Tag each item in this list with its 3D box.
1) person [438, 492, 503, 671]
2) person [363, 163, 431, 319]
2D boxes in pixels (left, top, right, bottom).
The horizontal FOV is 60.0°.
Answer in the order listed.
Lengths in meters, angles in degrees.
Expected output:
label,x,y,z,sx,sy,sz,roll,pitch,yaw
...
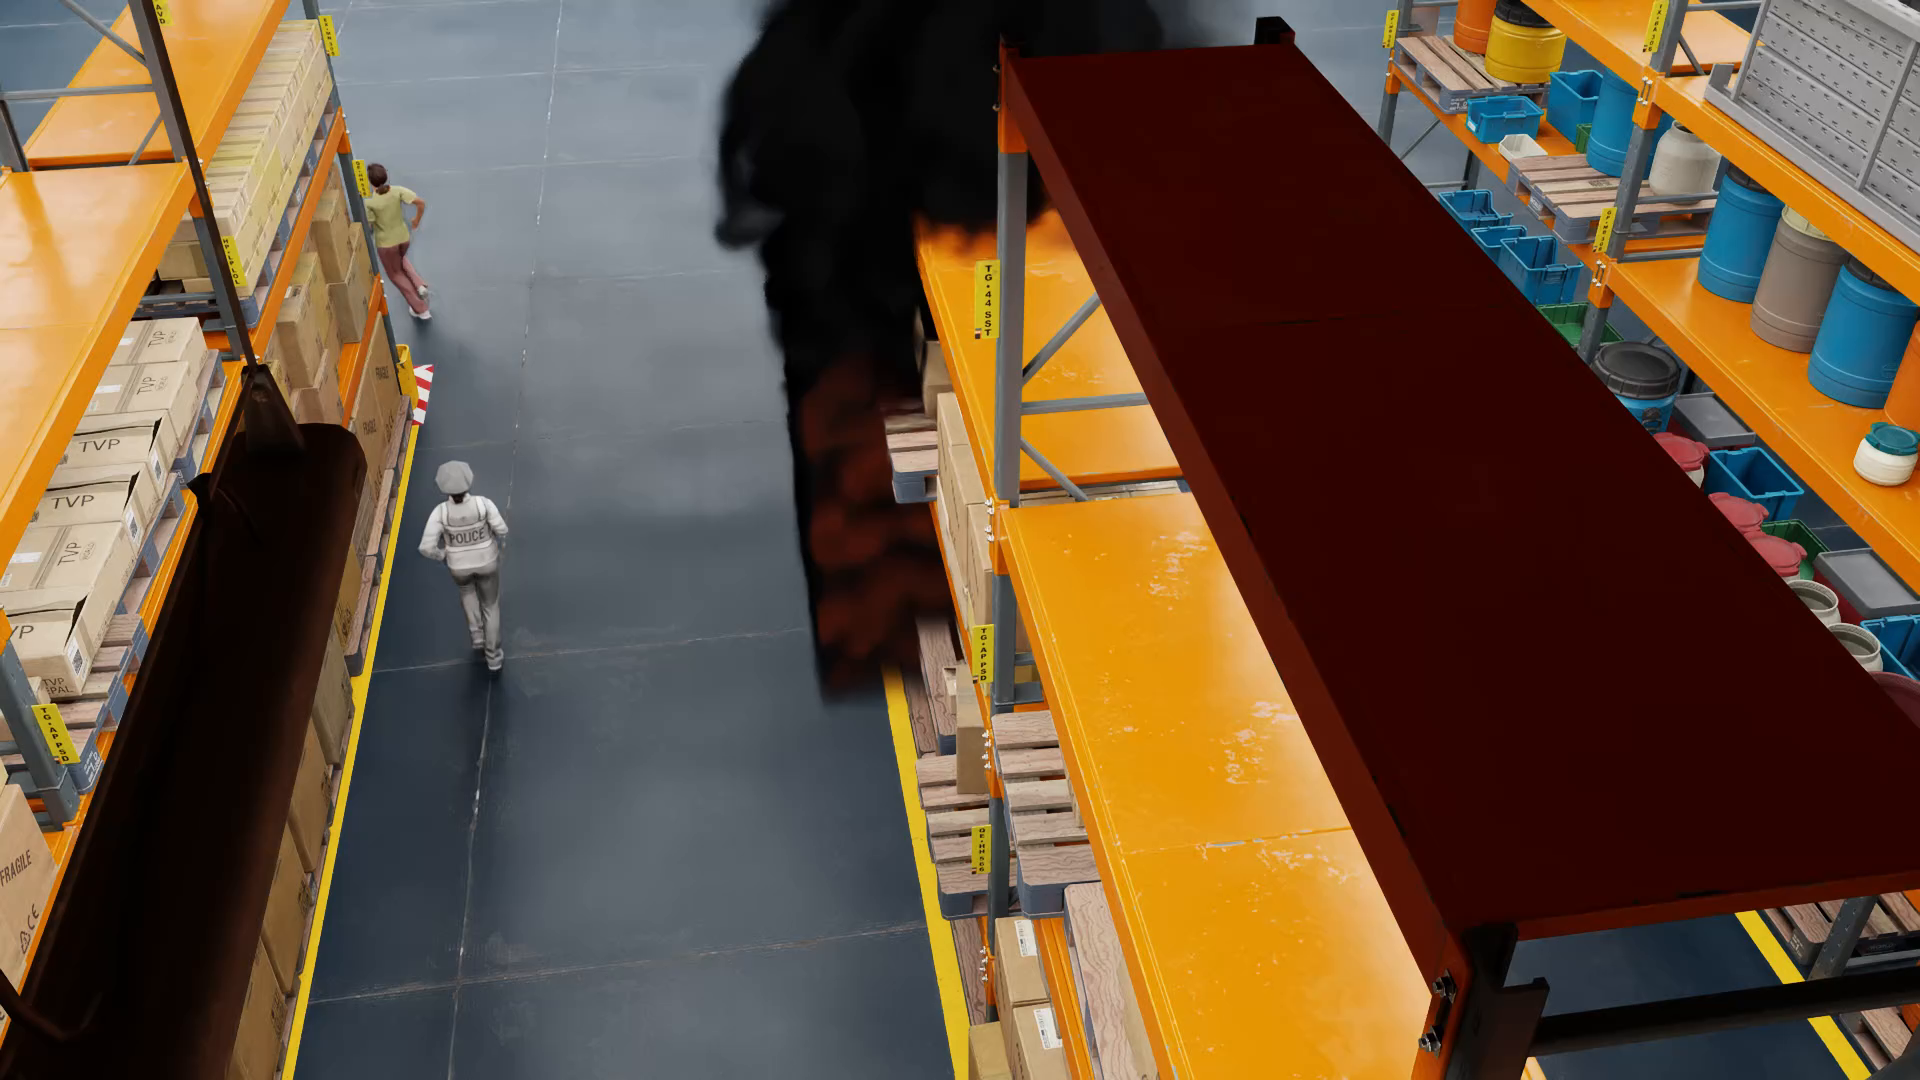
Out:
label,x,y,z,sx,sy,sz,roll,pitch,yaw
person,-3.494,0.165,11.854,0.414,1.674,0.631,-7,37,-10
person,-5.472,-2.885,16.013,0.554,1.608,0.581,26,43,30
